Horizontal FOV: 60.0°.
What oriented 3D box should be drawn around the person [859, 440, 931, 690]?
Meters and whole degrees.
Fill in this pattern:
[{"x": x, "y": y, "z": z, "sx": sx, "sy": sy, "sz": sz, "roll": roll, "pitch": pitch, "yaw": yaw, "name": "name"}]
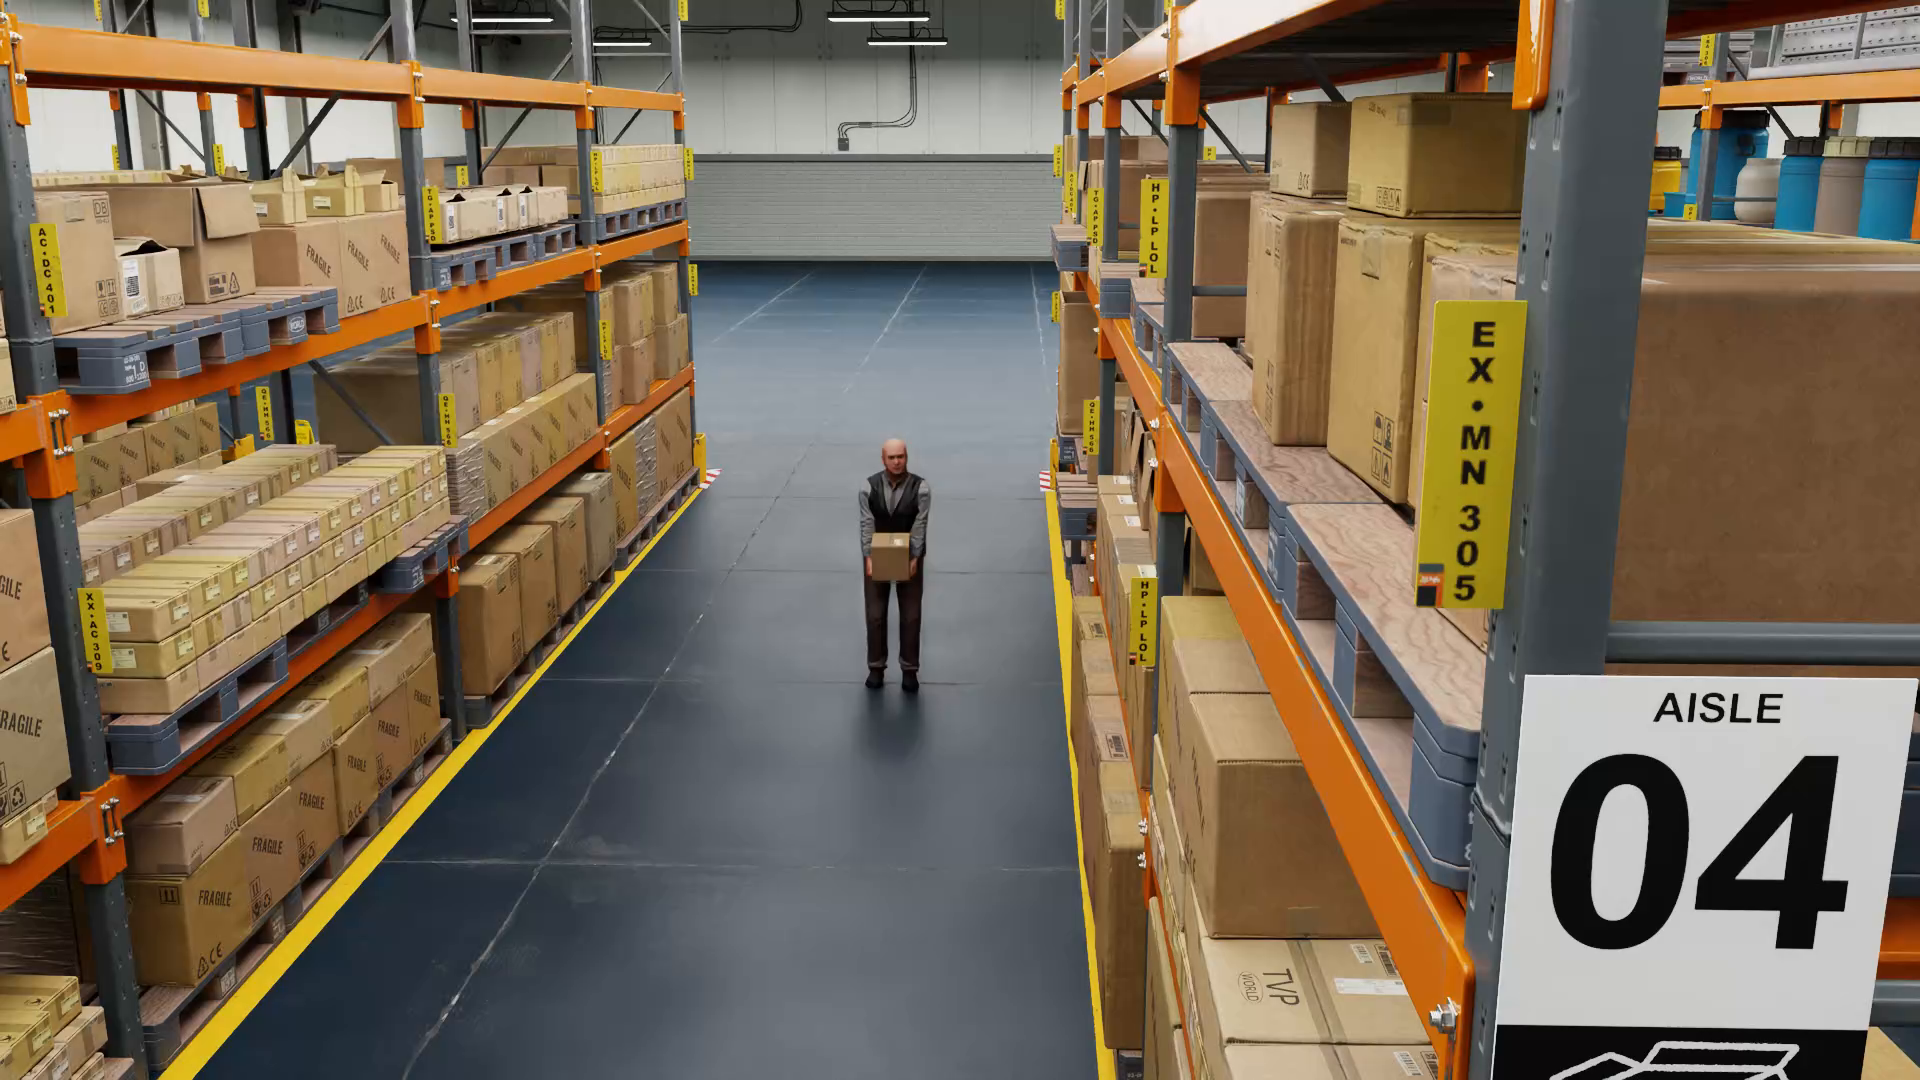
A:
[{"x": -0.442, "y": 0.174, "z": 11.357, "sx": 0.493, "sy": 1.719, "sz": 0.567, "roll": 0, "pitch": 14, "yaw": 1, "name": "person"}]
